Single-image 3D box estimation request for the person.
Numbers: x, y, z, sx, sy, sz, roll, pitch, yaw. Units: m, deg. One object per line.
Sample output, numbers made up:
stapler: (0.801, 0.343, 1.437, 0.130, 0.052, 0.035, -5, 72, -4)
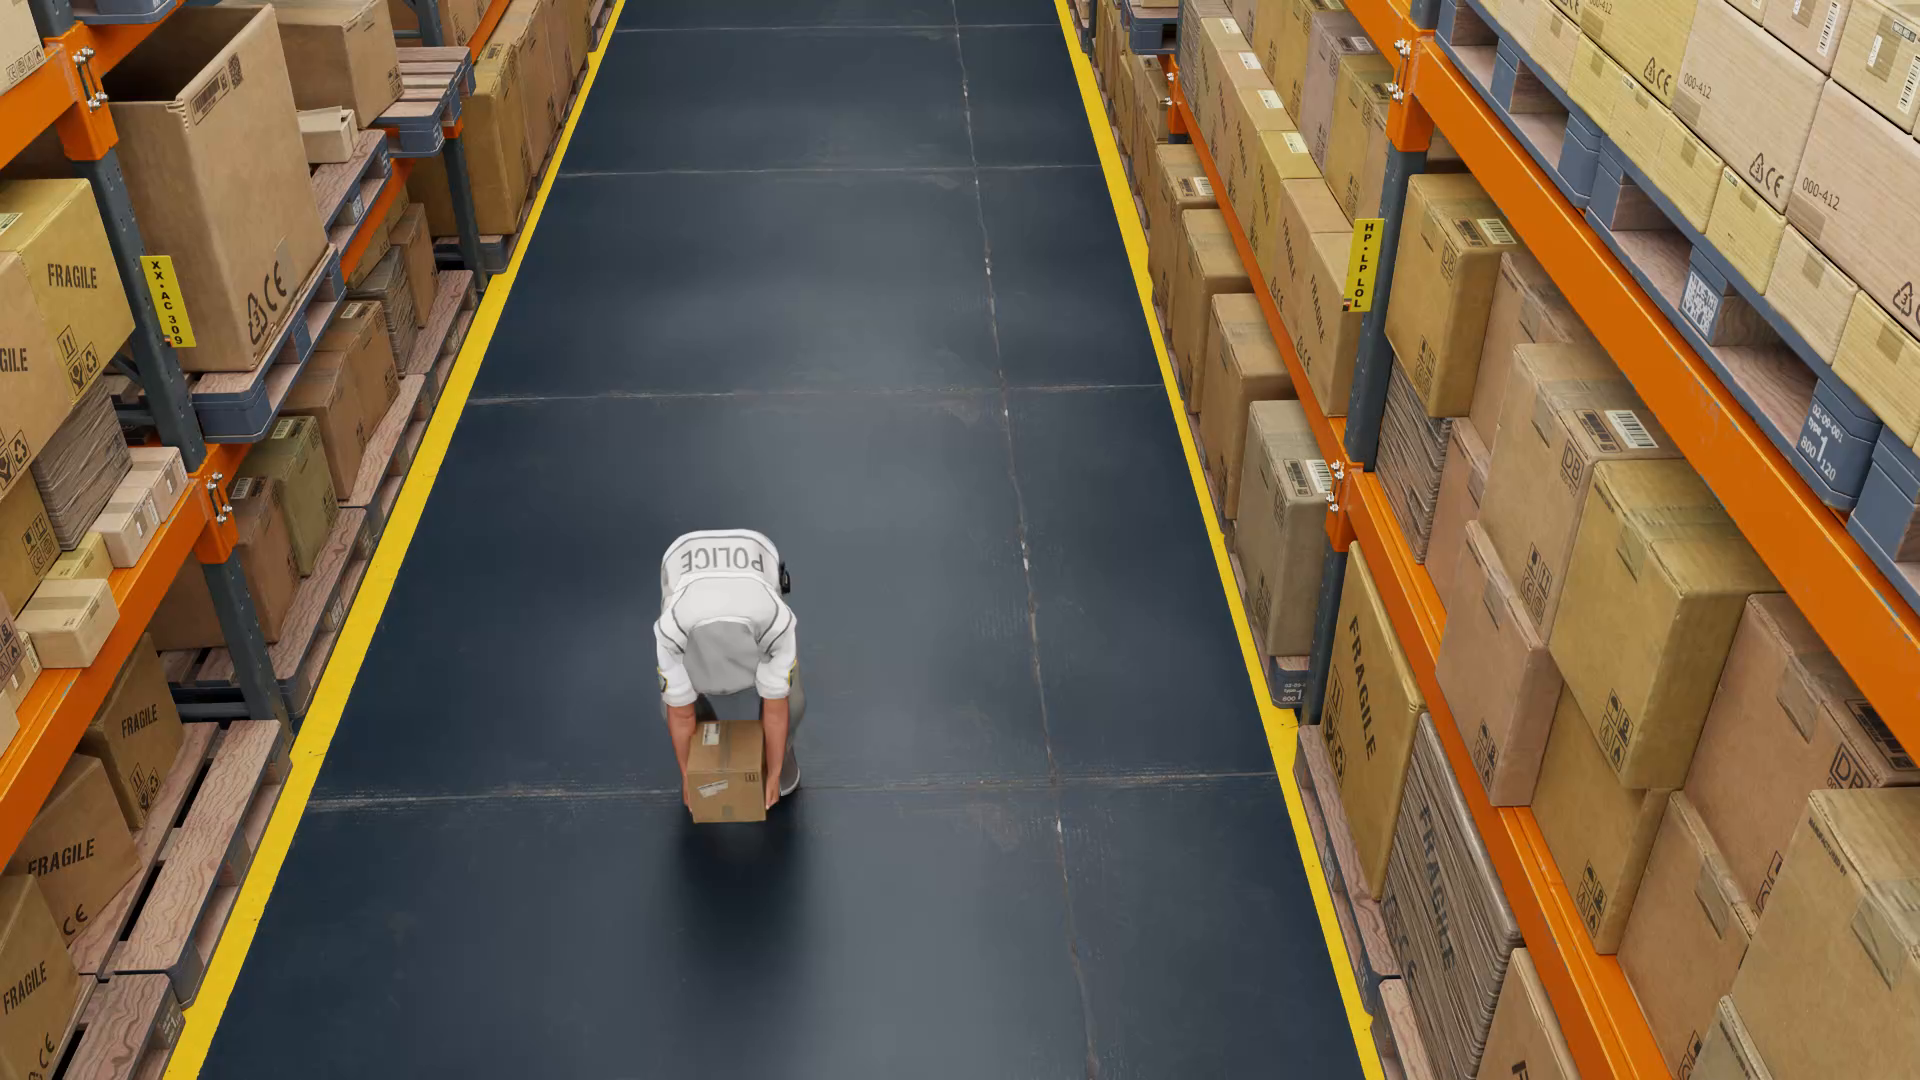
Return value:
person: (-0.818, 0.533, 5.905, 0.530, 1.151, 1.030, -3, 35, -4)
